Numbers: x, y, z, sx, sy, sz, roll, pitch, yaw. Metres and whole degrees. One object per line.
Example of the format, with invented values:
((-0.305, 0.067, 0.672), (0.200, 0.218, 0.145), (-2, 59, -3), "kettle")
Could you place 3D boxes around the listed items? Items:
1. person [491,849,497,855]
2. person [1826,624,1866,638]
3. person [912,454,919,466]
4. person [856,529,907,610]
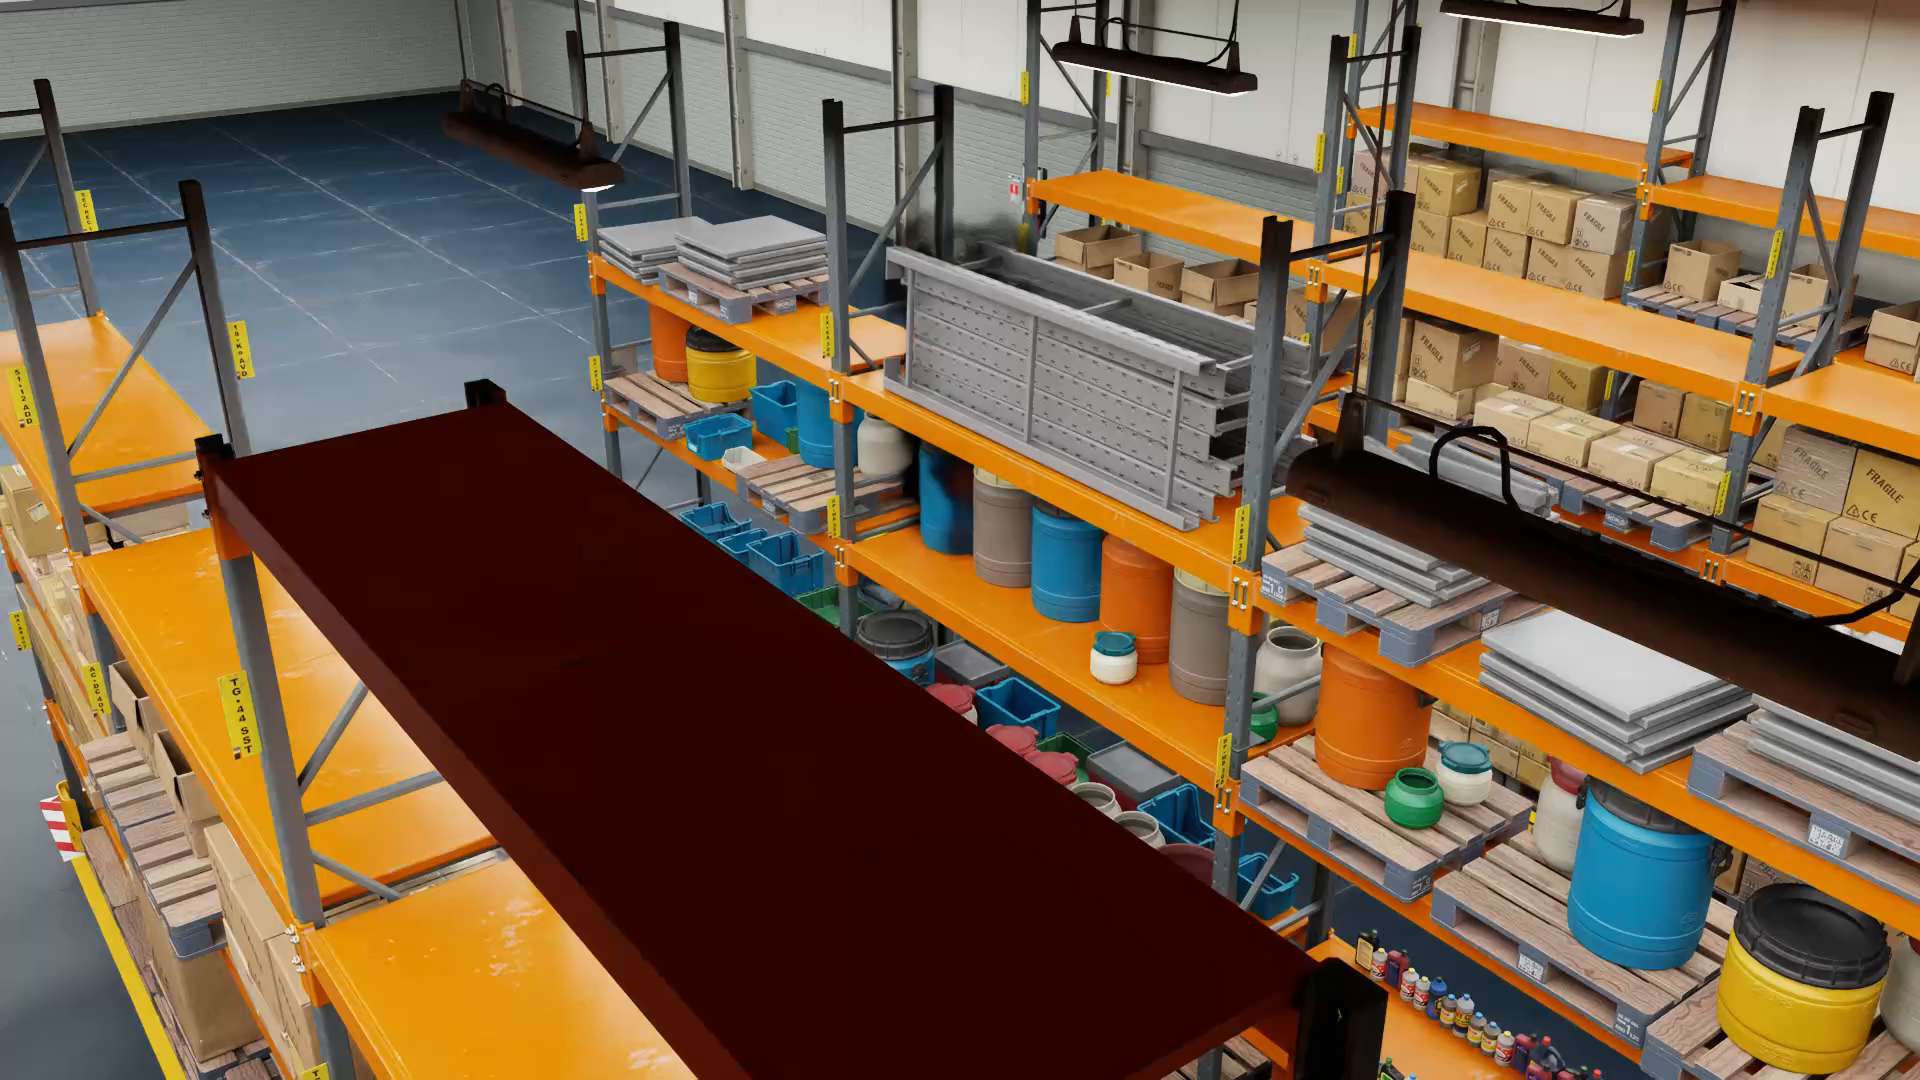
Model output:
((-3.184, 2.666, 11.223), (0.626, 1.665, 0.823), (-20, 31, -36), "person")
((7.678, 1.190, 14.428), (0.635, 1.733, 0.747), (-16, 29, -30), "person")
((-0.746, -1.386, 19.951), (0.754, 1.707, 0.660), (-2, 25, -5), "person")
((-0.870, 0.182, 16.548), (0.644, 1.699, 0.697), (17, 30, 32), "person")
